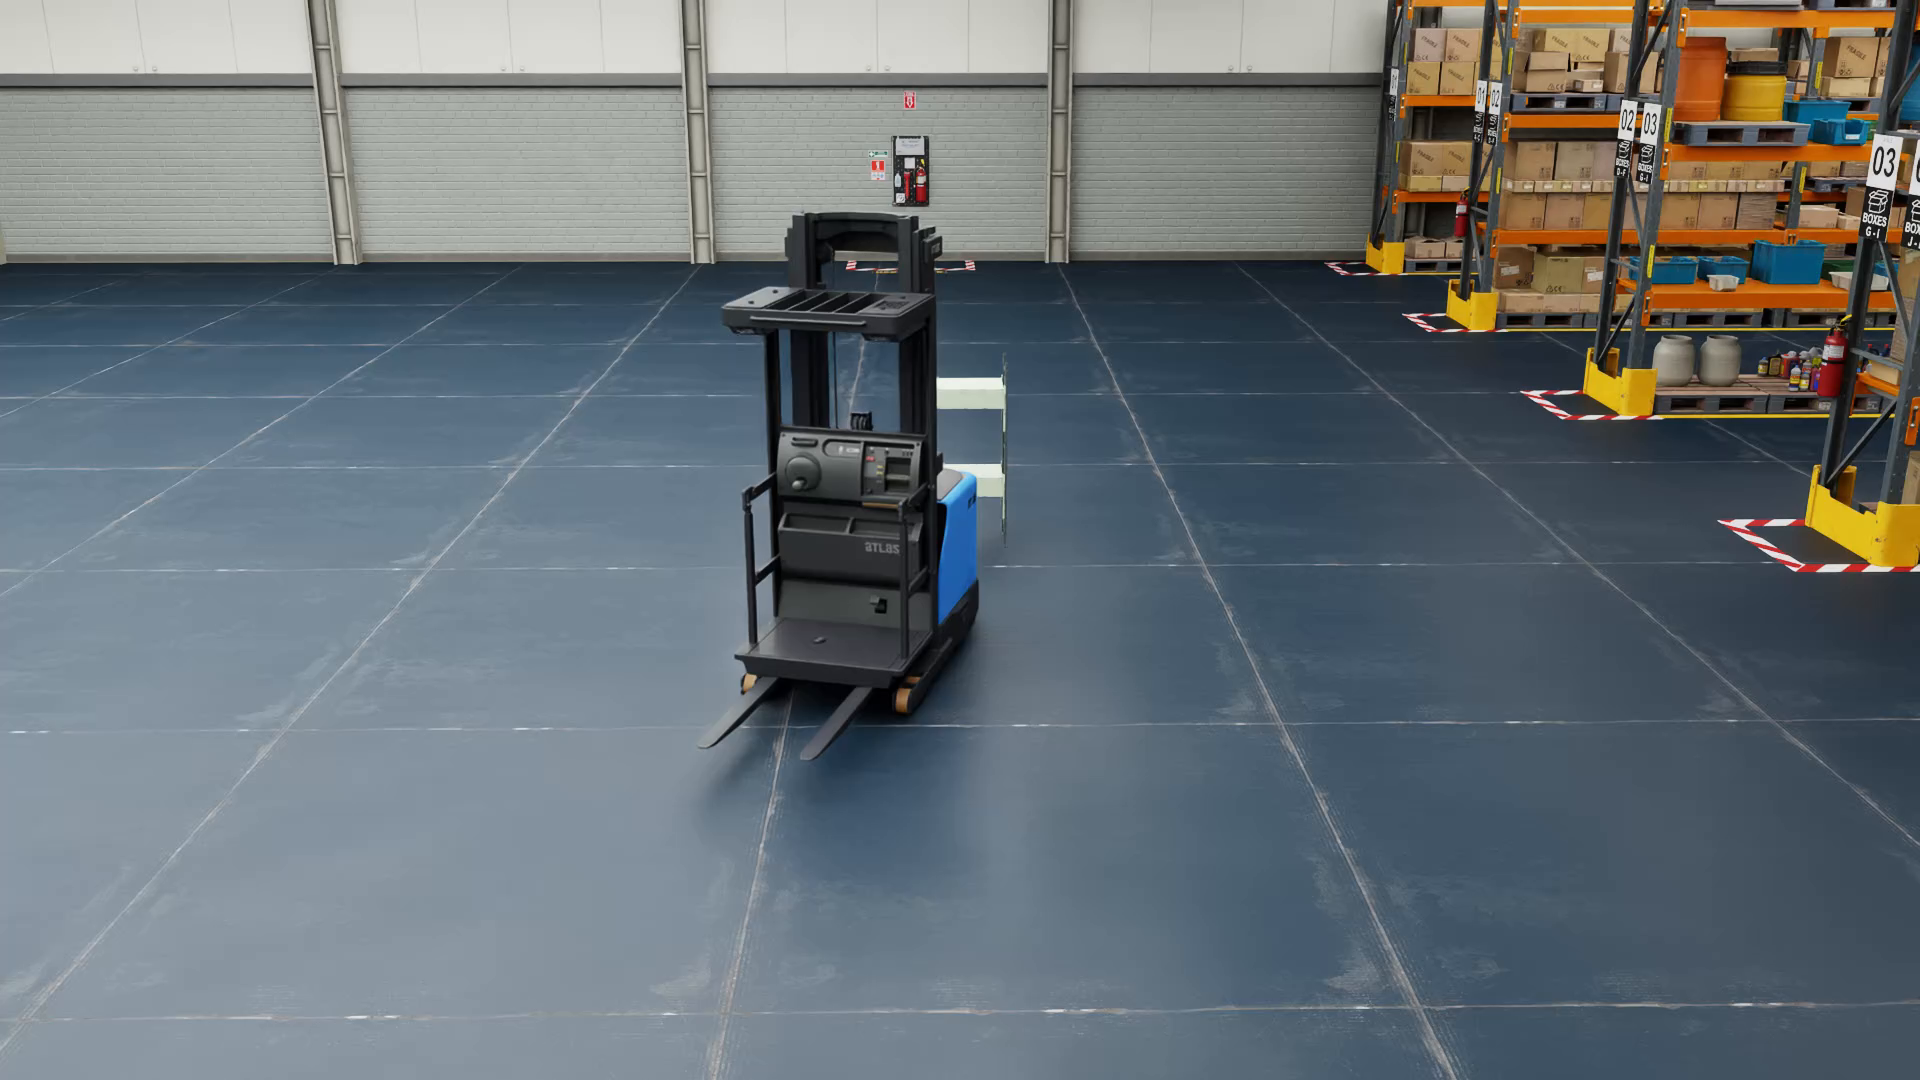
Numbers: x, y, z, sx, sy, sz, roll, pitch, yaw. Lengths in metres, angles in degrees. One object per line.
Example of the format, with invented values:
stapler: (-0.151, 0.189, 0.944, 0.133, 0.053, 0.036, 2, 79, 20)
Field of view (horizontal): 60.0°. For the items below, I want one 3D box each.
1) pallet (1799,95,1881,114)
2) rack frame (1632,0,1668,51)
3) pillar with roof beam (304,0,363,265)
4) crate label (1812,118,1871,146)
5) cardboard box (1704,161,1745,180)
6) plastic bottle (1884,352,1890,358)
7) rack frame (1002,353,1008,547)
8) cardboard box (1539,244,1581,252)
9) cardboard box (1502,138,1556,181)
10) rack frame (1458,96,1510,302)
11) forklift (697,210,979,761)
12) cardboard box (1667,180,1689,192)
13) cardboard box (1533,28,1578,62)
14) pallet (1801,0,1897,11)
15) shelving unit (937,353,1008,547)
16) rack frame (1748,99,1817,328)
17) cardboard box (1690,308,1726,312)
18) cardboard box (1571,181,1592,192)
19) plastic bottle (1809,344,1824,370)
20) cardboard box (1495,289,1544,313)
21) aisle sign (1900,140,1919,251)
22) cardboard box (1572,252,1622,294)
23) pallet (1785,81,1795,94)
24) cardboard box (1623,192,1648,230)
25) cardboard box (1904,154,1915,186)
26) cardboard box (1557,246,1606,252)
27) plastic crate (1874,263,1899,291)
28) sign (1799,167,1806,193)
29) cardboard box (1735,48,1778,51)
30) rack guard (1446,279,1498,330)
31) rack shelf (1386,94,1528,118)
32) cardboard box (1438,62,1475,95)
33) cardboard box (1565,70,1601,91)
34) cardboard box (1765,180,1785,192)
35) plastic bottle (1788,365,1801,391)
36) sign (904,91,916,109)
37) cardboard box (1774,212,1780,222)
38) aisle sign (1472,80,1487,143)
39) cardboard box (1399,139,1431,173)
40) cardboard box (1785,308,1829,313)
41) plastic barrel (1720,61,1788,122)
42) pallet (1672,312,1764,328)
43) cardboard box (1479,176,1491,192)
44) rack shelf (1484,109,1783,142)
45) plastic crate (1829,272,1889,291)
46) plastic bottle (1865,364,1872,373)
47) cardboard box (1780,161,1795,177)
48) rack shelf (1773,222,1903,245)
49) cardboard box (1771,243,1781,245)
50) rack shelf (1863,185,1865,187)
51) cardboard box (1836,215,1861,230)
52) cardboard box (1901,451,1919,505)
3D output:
pallet: (11.923, -5.788, 22.082, 1.217, 0.209, 0.805, -1, 18, -3)
rack frame: (10.959, -8.812, 26.285, 0.127, 3.000, 1.000, 0, 18, -1)
pillar with roof beam: (-10.284, -7.659, 22.690, 0.400, 9.000, 9.100, 0, 18, -1)
crate label: (8.993, -4.176, 16.987, 0.408, 0.251, 0.502, 0, 18, -1)
cardboard box: (10.093, -5.101, 22.251, 0.500, 0.500, 0.700, 0, 18, -1)
plastic bottle: (10.304, -1.957, 18.353, 0.185, 0.351, 0.144, 0, 18, -1)
rack frame: (0.359, -0.716, 13.324, 0.023, 1.500, 0.400, 0, 18, -1)
cardboard box: (9.922, -4.957, 27.463, 0.500, 0.500, 0.500, -2, 18, -5)
cardboard box: (7.562, -5.087, 22.208, 0.500, 0.500, 0.700, 0, 18, -1)
rack frame: (7.042, -4.423, 22.425, 0.127, 3.000, 1.000, 0, 18, -1)
forklift: (-0.744, -0.454, 10.164, 1.130, 2.935, 3.031, 5, 18, 14)
cardboard box: (9.503, -4.727, 22.145, 0.250, 0.149, 0.380, 0, 18, 1)
cardboard box: (9.393, -7.820, 26.271, 0.500, 0.500, 0.500, -1, 18, -3)
pallet: (9.069, -5.487, 16.883, 1.213, 0.211, 1.003, 0, 18, -1)
shelving unit: (-0.007, -0.714, 13.318, 0.755, 1.500, 0.431, 0, 18, -1)
rack frame: (11.041, -4.442, 22.486, 0.127, 3.000, 1.000, 0, 18, -1)
cardboard box: (10.081, -3.265, 22.628, 0.500, 0.250, 0.500, 0, 18, -1)
cardboard box: (8.203, -4.719, 22.123, 0.250, 0.149, 0.380, -1, 18, -2)
plastic bottle: (9.502, -1.997, 18.478, 0.185, 0.351, 0.144, 0, 18, 1)
cardboard box: (7.582, -3.249, 22.578, 0.500, 0.250, 0.500, 0, 18, -1)
aisle sign: (7.137, -2.544, 12.310, 0.004, 0.787, 0.394, 0, 18, -1)
cardboard box: (8.581, -3.615, 22.492, 0.500, 0.500, 0.500, 0, 18, -1)
pallet: (12.615, -7.271, 26.699, 1.003, 0.211, 1.213, 0, 18, -1)
cardboard box: (9.057, -4.477, 22.431, 0.500, 0.500, 0.700, 0, 18, 1)
cardboard box: (7.673, -2.834, 12.808, 0.500, 0.250, 0.500, 0, 18, 0)
cardboard box: (8.573, -3.774, 22.987, 0.500, 0.500, 0.500, 0, 18, -1)
plastic crate: (10.014, -2.771, 17.517, 0.616, 0.251, 0.499, 0, 18, -1)
sign: (11.052, -4.723, 21.813, 0.005, 0.325, 0.100, 0, 18, -1)
cardboard box: (12.740, -7.615, 26.615, 0.500, 0.500, 0.500, -1, 18, -3)
rack guard: (7.018, -3.233, 22.807, 0.348, 0.500, 1.175, 0, 18, -1)
rack shelf: (8.960, -7.032, 26.823, 4.000, 0.370, 1.077, 0, 18, -1)
cardboard box: (7.836, -7.339, 26.406, 0.500, 0.500, 0.500, 1, 18, 3)
cardboard box: (8.189, -6.133, 22.173, 0.500, 0.250, 0.500, 0, 18, -1)
cardboard box: (10.773, -4.732, 22.163, 0.250, 0.149, 0.380, 0, 18, -1)
plastic bottle: (8.934, -1.734, 17.789, 0.097, 0.271, 0.097, 0, 18, 0)
sign: (-0.834, -7.309, 27.625, 0.199, 0.298, 0.001, 0, 18, -1)
cardboard box: (13.155, -5.344, 27.440, 0.500, 0.250, 0.500, 0, 18, -1)
aisle sign: (6.972, -5.750, 22.307, 0.004, 0.787, 0.394, 0, 18, -1)
cardboard box: (7.428, -6.298, 27.256, 0.500, 0.500, 0.500, 0, 18, -1)
cardboard box: (11.449, -3.259, 22.612, 0.500, 0.250, 0.500, -1, 18, -2)
plastic barrel: (8.254, -4.673, 17.296, 0.600, 0.588, 0.600, 0, 18, 0)
pallet: (10.246, -3.124, 22.939, 1.213, 0.211, 1.003, 0, 18, -1)
cardboard box: (8.481, -5.787, 26.890, 0.500, 0.250, 0.500, -1, 18, -2)
rack shelf: (9.042, -5.519, 22.107, 4.000, 0.370, 1.077, 0, 18, -1)
plastic crate: (9.496, -2.719, 17.544, 0.437, 0.136, 0.530, 0, 18, -1)
plastic bottle: (9.799, -1.749, 17.828, 0.135, 0.276, 0.152, 0, 18, 0)
cardboard box: (13.244, -6.214, 27.123, 0.500, 0.500, 0.700, 0, 18, -1)
rack shelf: (13.041, -4.110, 22.625, 4.000, 0.370, 1.077, 0, 18, -1)
cardboard box: (13.227, -4.997, 27.585, 0.500, 0.500, 0.700, 0, 18, -1)
rack shelf: (16.959, -5.642, 27.402, 4.000, 0.370, 1.077, 0, 18, -1)
cardboard box: (11.931, -4.265, 22.343, 0.250, 0.149, 0.380, 0, 18, -1)
cardboard box: (7.819, -0.405, 13.305, 0.500, 0.500, 0.500, 3, 18, 9)
